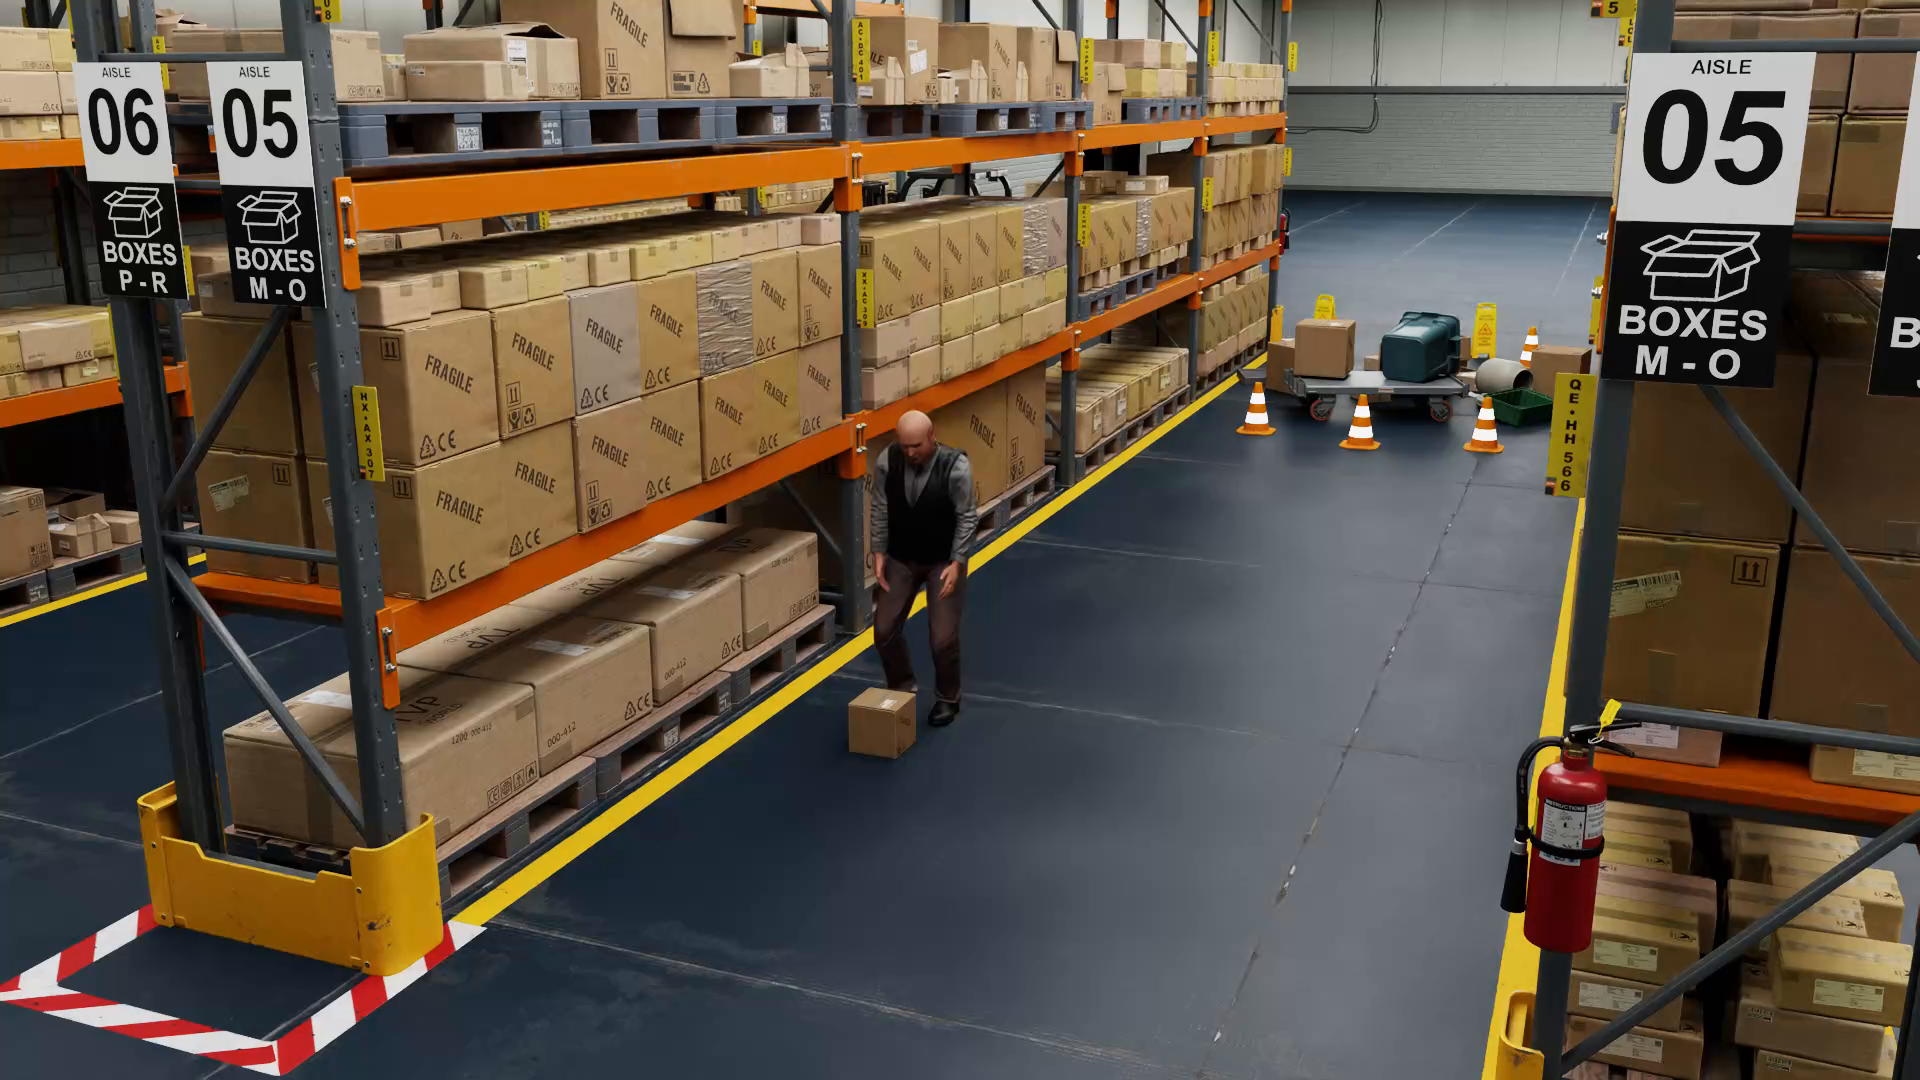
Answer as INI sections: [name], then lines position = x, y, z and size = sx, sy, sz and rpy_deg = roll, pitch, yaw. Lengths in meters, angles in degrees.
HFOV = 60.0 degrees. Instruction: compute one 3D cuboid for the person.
[person]
position = -0.166, 0.121, 8.343
size = 0.574, 1.617, 0.509
rpy_deg = 6, 17, 22
